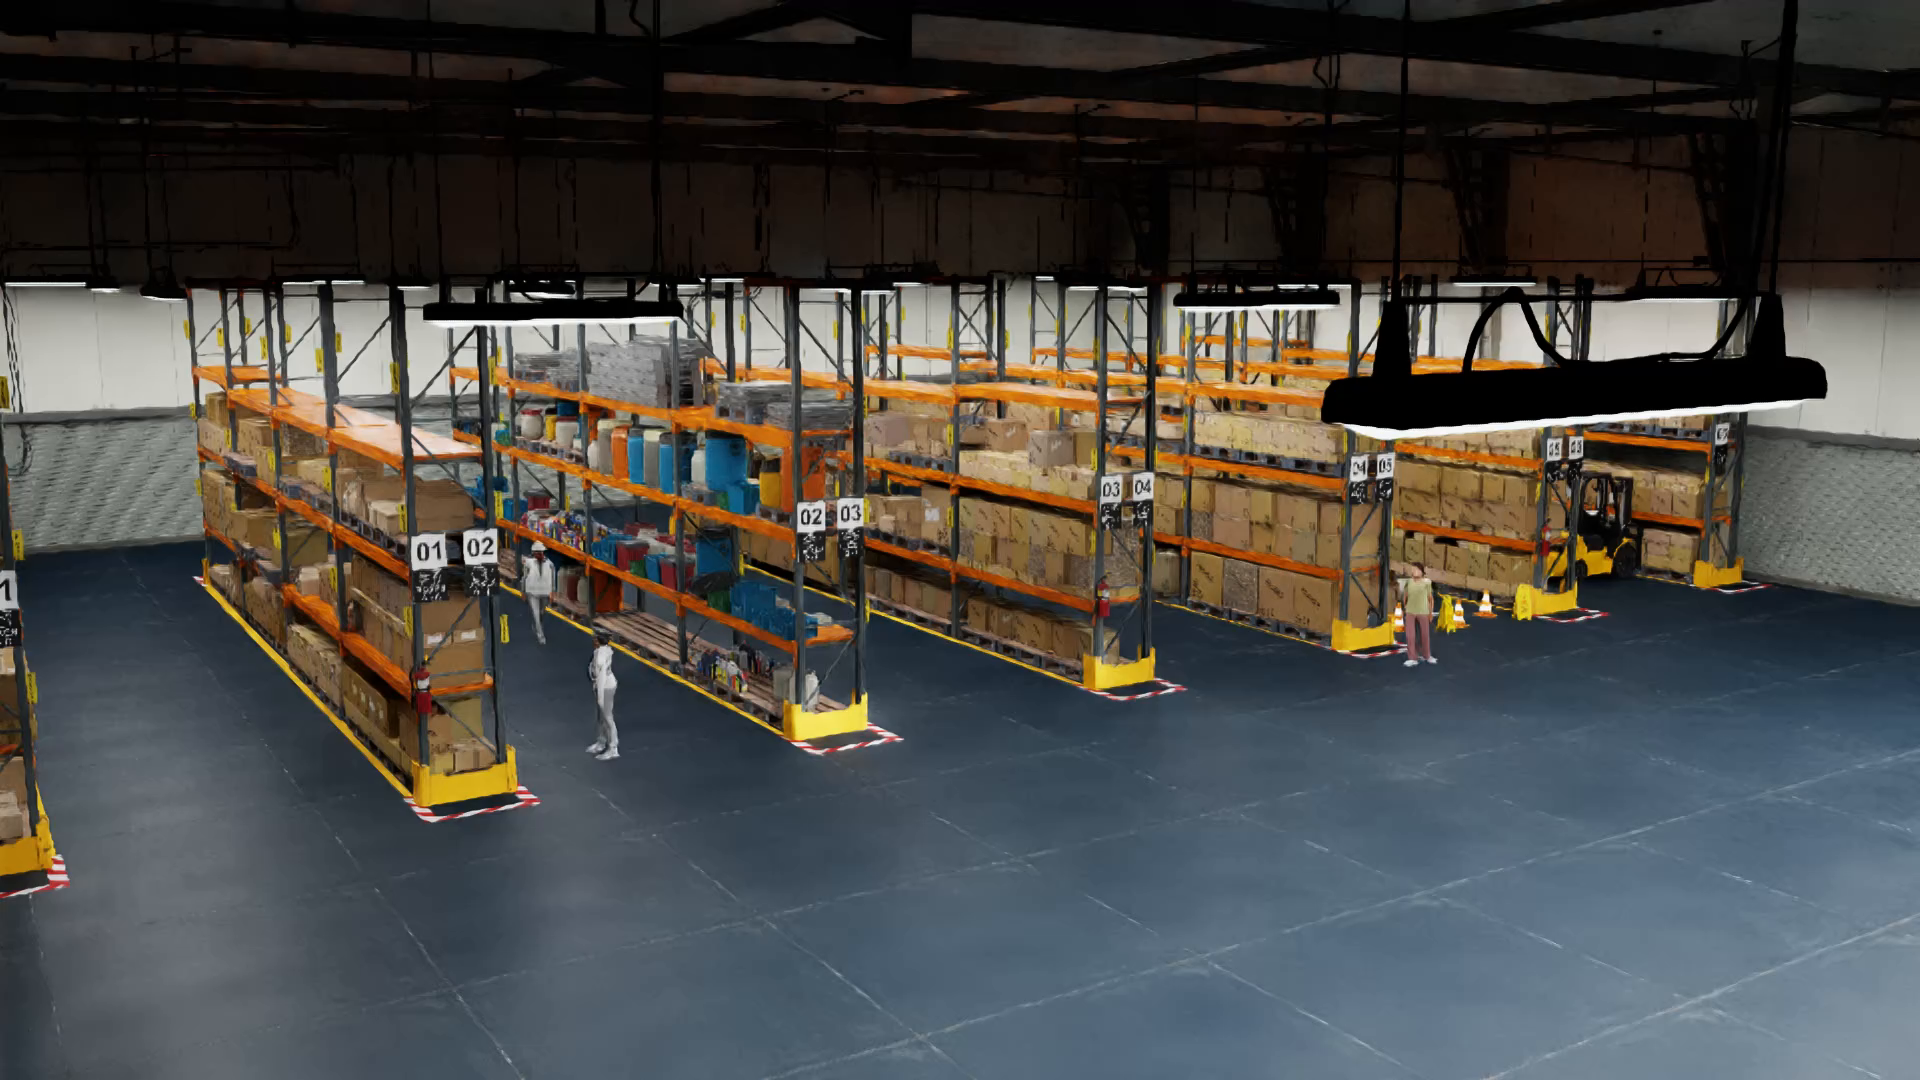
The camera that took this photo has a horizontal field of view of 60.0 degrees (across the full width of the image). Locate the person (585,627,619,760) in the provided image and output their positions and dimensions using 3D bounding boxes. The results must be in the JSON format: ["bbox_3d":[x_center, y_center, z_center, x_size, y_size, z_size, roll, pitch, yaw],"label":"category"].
[{"bbox_3d":[-4.618,1.949,21.336,0.459,1.677,0.525,0,10,-2],"label":"person"}]

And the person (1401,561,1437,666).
[{"bbox_3d":[7.262,1.152,26.270,0.565,1.646,0.543,5,11,29],"label":"person"}]

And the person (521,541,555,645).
[{"bbox_3d":[-7.018,0.848,27.797,0.542,1.700,1.119,-6,12,-34],"label":"person"}]
